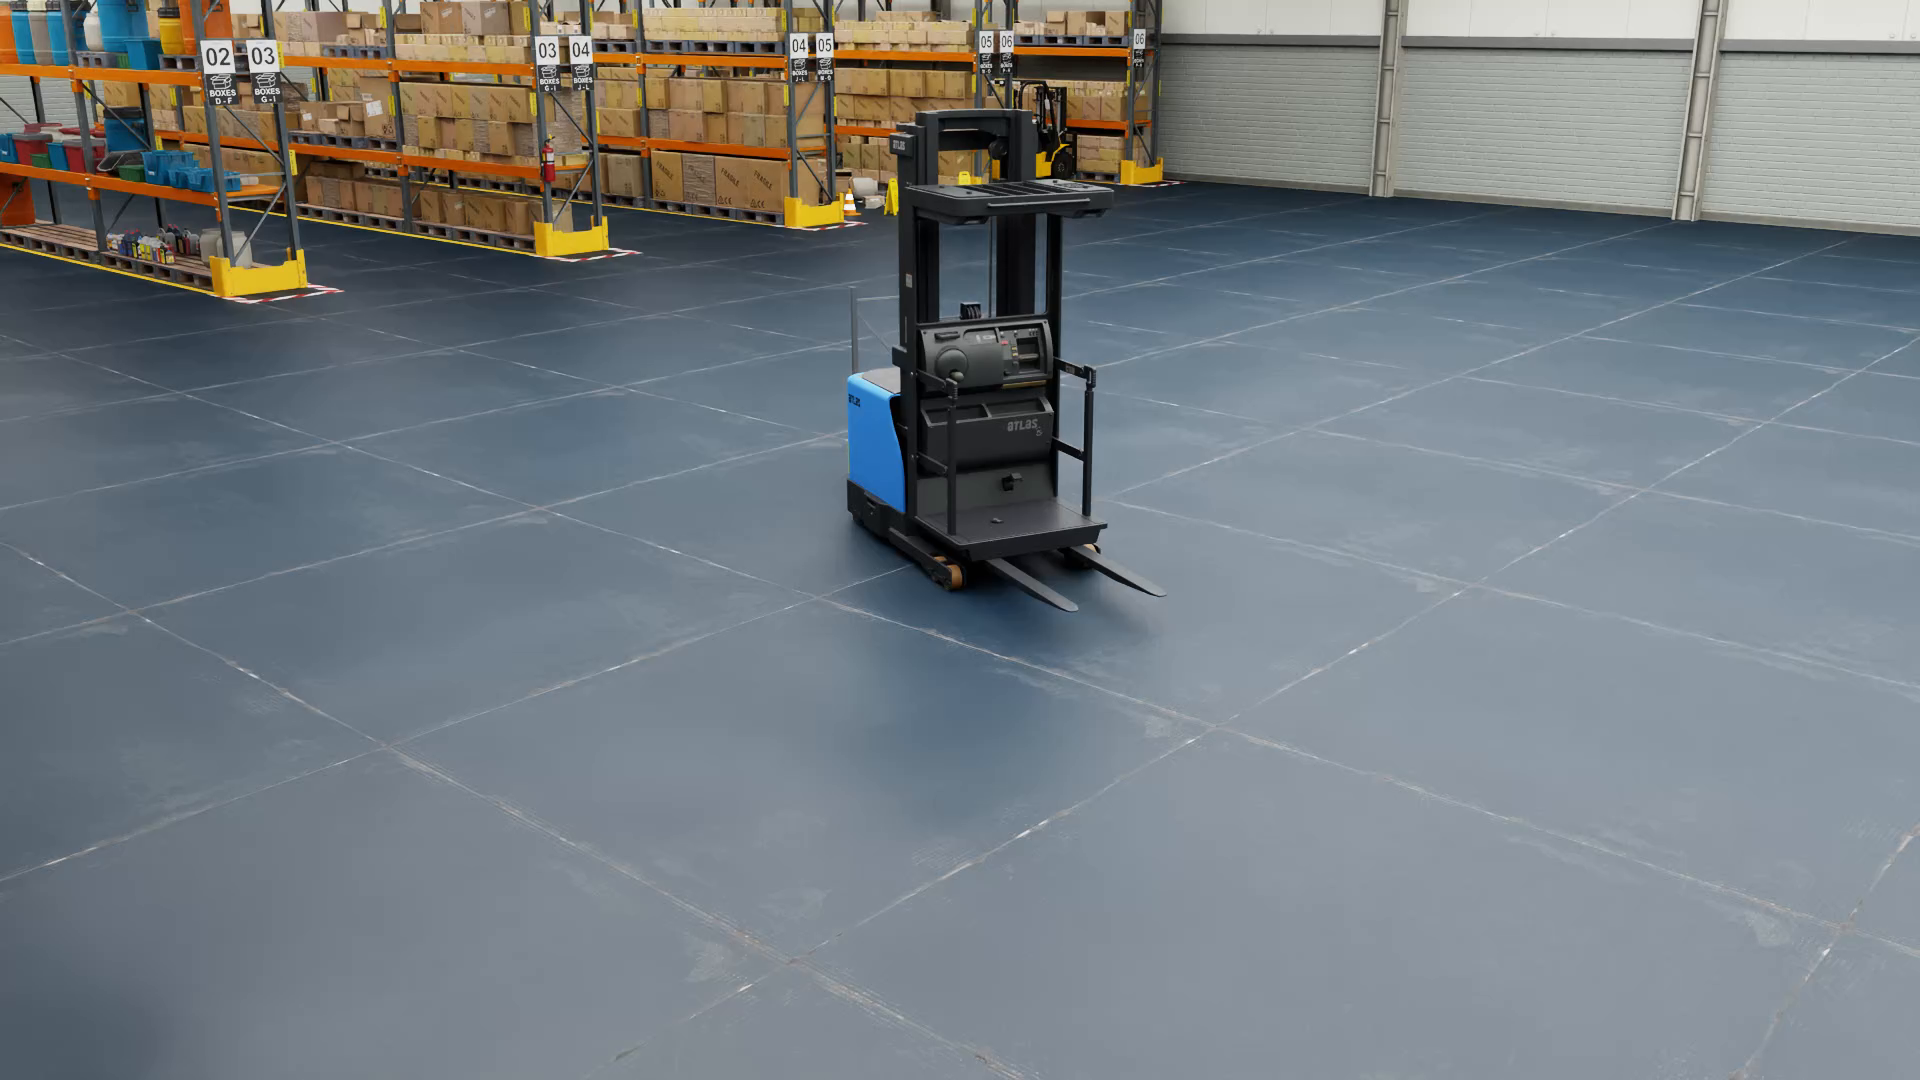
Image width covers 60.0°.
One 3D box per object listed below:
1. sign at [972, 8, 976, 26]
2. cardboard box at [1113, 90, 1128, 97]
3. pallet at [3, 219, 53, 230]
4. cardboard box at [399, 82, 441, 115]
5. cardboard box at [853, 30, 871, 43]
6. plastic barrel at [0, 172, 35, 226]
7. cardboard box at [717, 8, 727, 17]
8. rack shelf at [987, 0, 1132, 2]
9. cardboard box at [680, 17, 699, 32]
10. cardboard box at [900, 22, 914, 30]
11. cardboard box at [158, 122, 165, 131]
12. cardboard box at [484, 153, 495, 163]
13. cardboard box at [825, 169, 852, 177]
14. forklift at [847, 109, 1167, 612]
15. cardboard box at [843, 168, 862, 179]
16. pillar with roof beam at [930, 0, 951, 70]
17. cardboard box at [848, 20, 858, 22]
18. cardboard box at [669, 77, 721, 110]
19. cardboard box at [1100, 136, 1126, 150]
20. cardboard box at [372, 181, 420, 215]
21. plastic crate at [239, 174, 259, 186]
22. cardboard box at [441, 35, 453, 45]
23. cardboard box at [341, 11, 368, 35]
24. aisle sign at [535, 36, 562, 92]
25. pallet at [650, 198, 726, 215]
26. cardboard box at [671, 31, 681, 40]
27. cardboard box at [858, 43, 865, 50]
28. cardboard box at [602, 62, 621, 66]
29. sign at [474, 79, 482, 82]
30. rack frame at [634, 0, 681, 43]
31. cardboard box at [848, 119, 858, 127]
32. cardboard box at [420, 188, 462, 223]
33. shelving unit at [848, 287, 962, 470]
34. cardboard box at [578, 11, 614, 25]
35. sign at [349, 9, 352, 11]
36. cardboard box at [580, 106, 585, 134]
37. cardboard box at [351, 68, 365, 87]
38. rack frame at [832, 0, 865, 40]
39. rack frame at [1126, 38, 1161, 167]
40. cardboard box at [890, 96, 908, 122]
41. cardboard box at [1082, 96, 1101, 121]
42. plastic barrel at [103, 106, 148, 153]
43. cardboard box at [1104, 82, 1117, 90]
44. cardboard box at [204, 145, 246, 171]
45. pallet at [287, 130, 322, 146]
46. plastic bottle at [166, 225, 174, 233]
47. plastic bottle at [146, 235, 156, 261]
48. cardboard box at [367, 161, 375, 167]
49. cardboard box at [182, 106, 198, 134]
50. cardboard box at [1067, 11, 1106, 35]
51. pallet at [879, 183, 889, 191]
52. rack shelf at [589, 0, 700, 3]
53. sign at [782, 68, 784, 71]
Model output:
[{"bbox_3d":[0.265,-9.841,31.314,0.005,0.325,0.100,15,23,39],"label":"sign"},{"bbox_3d":[3.495,-9.598,35.732,0.250,0.149,0.380,15,23,40],"label":"cardboard box"},{"bbox_3d":[-15.818,-5.175,27.641,1.213,0.211,1.003,15,23,39],"label":"pallet"},{"bbox_3d":[-8.754,-7.190,27.073,0.500,0.500,0.500,15,23,39],"label":"cardboard box"},{"bbox_3d":[-1.804,-10.163,33.546,0.500,0.250,0.500,15,23,39],"label":"cardboard box"},{"bbox_3d":[-15.578,-5.615,27.312,0.708,0.830,0.600,15,23,39],"label":"plastic barrel"},{"bbox_3d":[-3.990,-9.155,28.853,0.250,0.149,0.380,15,23,38],"label":"cardboard box"},{"bbox_3d":[2.444,-11.962,36.353,4.000,0.370,1.077,15,23,39],"label":"rack shelf"},{"bbox_3d":[-4.618,-9.158,29.522,0.500,0.250,0.500,15,23,39],"label":"cardboard box"},{"bbox_3d":[-0.970,-10.103,32.698,0.250,0.149,0.380,16,23,41],"label":"cardboard box"},{"bbox_3d":[-15.735,-8.249,33.134,0.250,0.149,0.380,15,23,38],"label":"cardboard box"},{"bbox_3d":[-7.226,-6.007,26.070,0.250,0.149,0.380,15,23,39],"label":"cardboard box"},{"bbox_3d":[-2.445,-7.201,33.545,0.500,0.500,0.500,-3,18,-8],"label":"cardboard box"},{"bbox_3d":[0.275,-1.225,10.701,1.130,2.935,3.031,-8,19,-25],"label":"forklift"},{"bbox_3d":[-2.082,-7.624,34.602,0.500,0.250,0.500,14,22,37],"label":"cardboard box"},{"bbox_3d":[-3.328,-12.669,36.728,0.400,9.000,9.100,15,23,39],"label":"pillar with roof beam"},{"bbox_3d":[-2.497,-12.533,40.357,0.250,0.149,0.380,16,24,41],"label":"cardboard box"},{"bbox_3d":[-4.812,-8.194,30.513,0.550,0.550,0.875,15,23,39],"label":"cardboard box"},{"bbox_3d":[3.389,-8.623,36.096,0.500,0.250,0.500,16,24,41],"label":"cardboard box"},{"bbox_3d":[-9.711,-5.919,28.781,0.500,0.500,0.700,15,23,39],"label":"cardboard box"},{"bbox_3d":[-9.673,-4.875,22.524,0.250,0.136,0.298,15,23,39],"label":"plastic crate"},{"bbox_3d":[-7.883,-7.832,26.035,0.250,0.149,0.380,14,23,38],"label":"cardboard box"},{"bbox_3d":[-10.640,-8.948,28.972,0.500,0.500,0.500,16,23,40],"label":"cardboard box"},{"bbox_3d":[-6.083,-7.028,24.573,0.004,0.787,0.394,15,23,39],"label":"aisle sign"},{"bbox_3d":[-5.037,-6.275,31.107,1.213,0.211,1.003,15,23,39],"label":"pallet"},{"bbox_3d":[-4.939,-9.030,29.775,0.250,0.149,0.380,15,23,38],"label":"cardboard box"},{"bbox_3d":[-1.856,-10.016,33.744,0.250,0.149,0.380,15,23,39],"label":"cardboard box"},{"bbox_3d":[-8.391,-11.476,39.997,0.250,0.149,0.380,15,23,38],"label":"cardboard box"},{"bbox_3d":[-13.875,-13.005,47.861,0.001,0.494,0.329,15,23,39],"label":"sign"},{"bbox_3d":[-5.554,-10.634,30.315,0.127,3.000,1.000,15,23,39],"label":"rack frame"},{"bbox_3d":[-2.098,-8.620,34.302,0.250,0.149,0.380,16,24,41],"label":"cardboard box"},{"bbox_3d":[-8.649,-5.592,27.783,0.500,0.500,0.500,14,22,38],"label":"cardboard box"},{"bbox_3d":[-0.403,-1.144,12.812,0.587,1.500,1.083,-8,19,-25],"label":"shelving unit"},{"bbox_3d":[-7.059,-10.017,32.305,0.500,0.500,0.500,15,23,39],"label":"cardboard box"},{"bbox_3d":[-14.146,-12.157,38.610,0.005,0.325,0.100,15,23,39],"label":"sign"},{"bbox_3d":[-7.259,-8.170,32.306,0.500,0.500,0.500,15,23,39],"label":"cardboard box"},{"bbox_3d":[-13.230,-10.388,37.150,0.500,0.500,0.500,14,22,38],"label":"cardboard box"},{"bbox_3d":[-2.344,-11.774,33.908,0.127,3.000,1.000,15,23,39],"label":"rack frame"},{"bbox_3d":[3.940,-9.235,35.825,0.127,3.000,1.000,15,23,39],"label":"rack frame"},{"bbox_3d":[-1.051,-8.656,33.345,0.500,0.500,0.500,15,23,40],"label":"cardboard box"},{"bbox_3d":[3.016,-9.428,36.269,0.500,0.500,0.500,16,24,41],"label":"cardboard box"},{"bbox_3d":[-12.297,-5.937,24.604,0.708,0.901,0.600,15,23,39],"label":"plastic barrel"},{"bbox_3d":[3.327,-9.800,35.878,0.250,0.149,0.380,15,23,39],"label":"cardboard box"},{"bbox_3d":[-13.744,-7.163,32.114,0.875,0.875,1.225,14,22,37],"label":"cardboard box"},{"bbox_3d":[-11.310,-7.265,29.935,1.003,0.211,1.213,15,23,39],"label":"pallet"},{"bbox_3d":[-11.536,-4.435,24.352,0.185,0.351,0.144,14,23,38],"label":"plastic bottle"},{"bbox_3d":[-11.283,-4.082,23.241,0.185,0.351,0.144,16,24,41],"label":"plastic bottle"},{"bbox_3d":[-13.184,-8.540,37.653,0.250,0.149,0.380,15,23,39],"label":"cardboard box"},{"bbox_3d":[-14.727,-8.177,32.327,0.500,0.500,0.500,15,23,39],"label":"cardboard box"},{"bbox_3d":[2.748,-11.222,36.104,0.500,0.500,0.700,15,23,40],"label":"cardboard box"},{"bbox_3d":[-0.901,-7.213,34.066,1.213,0.211,1.003,15,23,39],"label":"pallet"},{"bbox_3d":[-6.831,-12.445,37.873,4.000,0.370,1.077,15,23,39],"label":"rack shelf"},{"bbox_3d":[-4.670,-12.323,43.640,0.005,0.325,0.100,15,23,39],"label":"sign"}]
